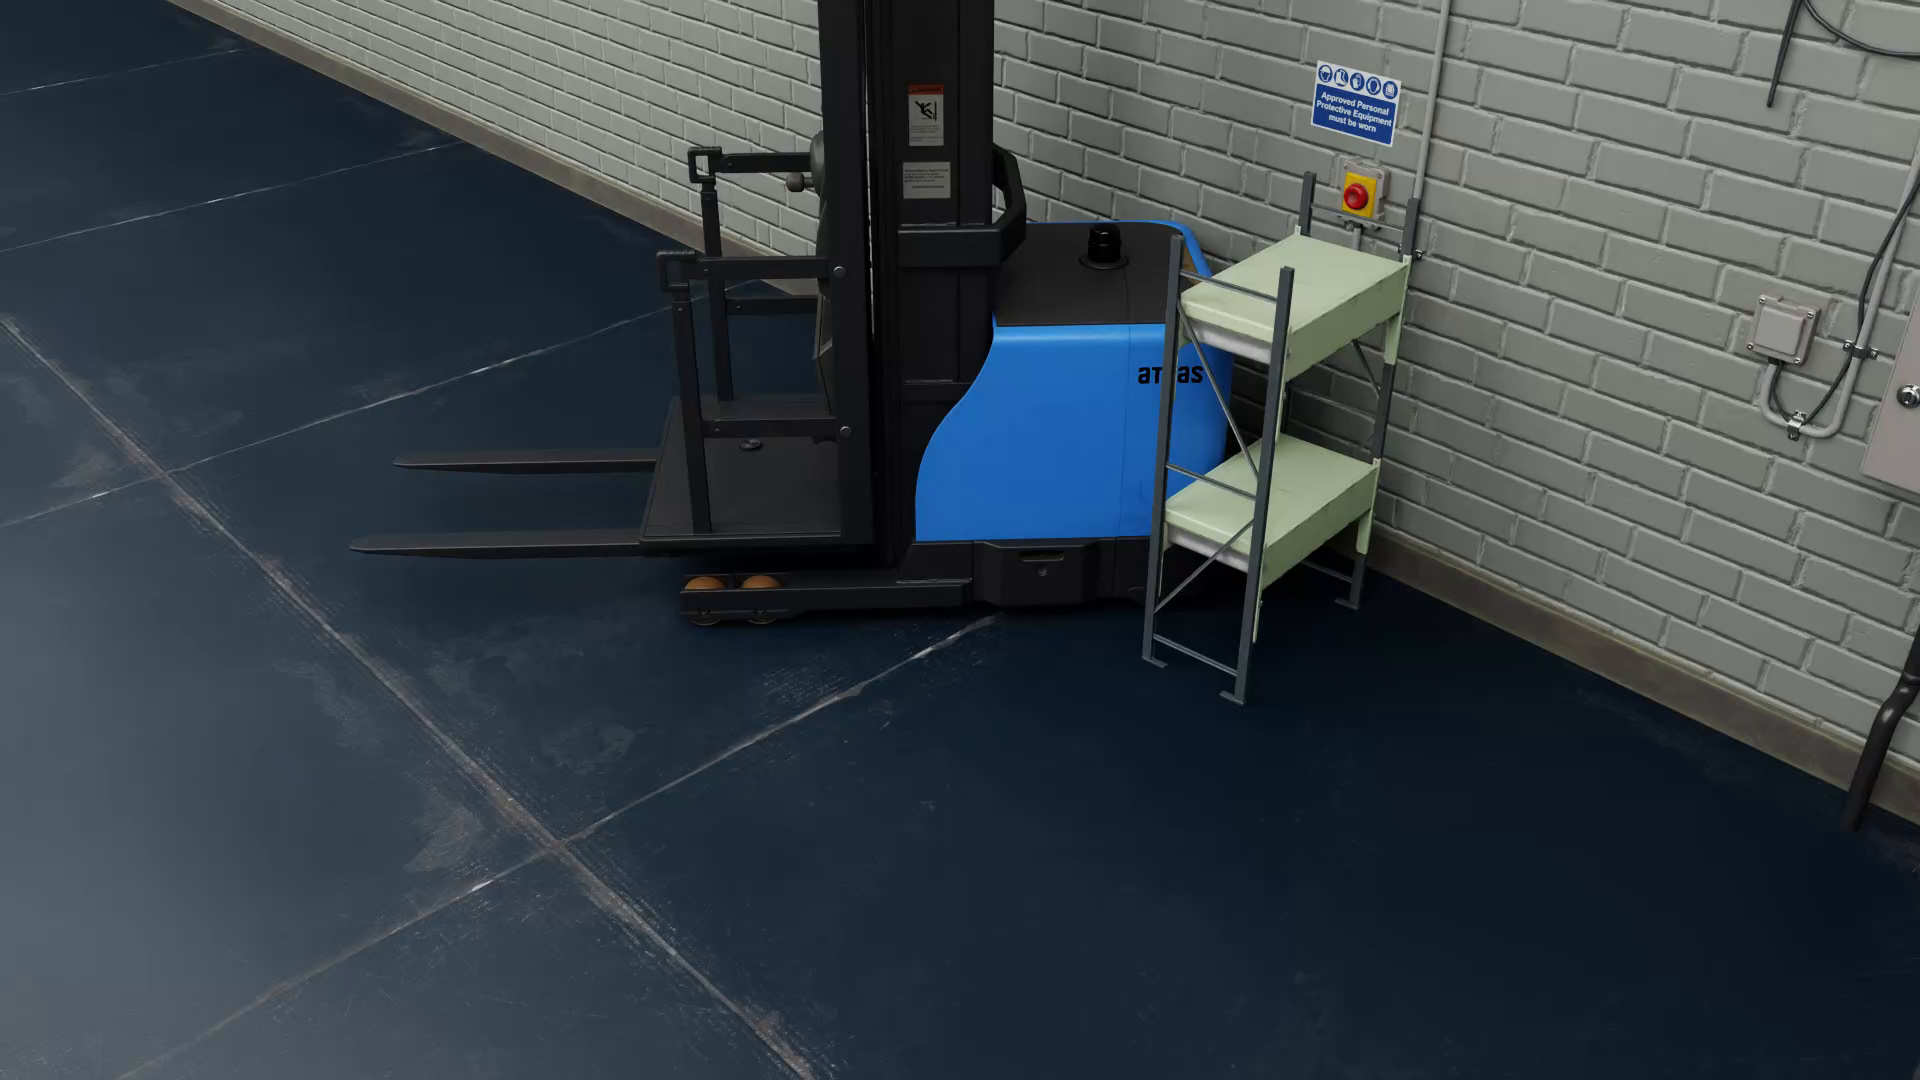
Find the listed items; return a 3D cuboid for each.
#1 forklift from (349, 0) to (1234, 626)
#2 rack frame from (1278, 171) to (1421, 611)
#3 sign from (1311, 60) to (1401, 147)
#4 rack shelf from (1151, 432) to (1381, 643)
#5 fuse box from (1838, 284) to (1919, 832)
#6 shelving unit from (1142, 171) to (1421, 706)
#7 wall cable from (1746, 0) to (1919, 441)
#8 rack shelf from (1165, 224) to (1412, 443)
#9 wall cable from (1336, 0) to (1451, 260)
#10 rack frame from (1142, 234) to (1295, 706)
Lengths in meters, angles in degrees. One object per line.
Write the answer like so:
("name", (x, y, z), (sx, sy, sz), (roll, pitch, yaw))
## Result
("forklift", (-0.624, -1.237, 5.463), (3.031, 2.935, 1.130), (-1, 31, -2))
("rack frame", (1.251, -0.464, 5.571), (0.400, 1.500, 0.023), (24, 39, 34))
("sign", (1.296, -1.433, 5.460), (0.001, 0.218, 0.327), (-26, 40, -35))
("rack shelf", (1.010, -0.042, 5.505), (0.431, 0.370, 0.720), (24, 39, 34))
("fuse box", (2.605, 0.127, 4.402), (0.414, 1.711, 0.539), (-26, 40, -35))
("shelving unit", (1.010, -0.320, 5.335), (0.431, 1.500, 0.755), (24, 39, 34))
("wall cable", (2.256, -1.173, 4.319), (0.122, 1.984, 0.588), (-26, 40, -35))
("rack shelf", (1.010, -0.653, 5.132), (0.431, 0.370, 0.720), (24, 39, 34))
("wall cable", (1.284, -1.725, 5.191), (0.123, 1.953, 0.585), (-26, 40, -35))
("rack frame", (0.770, -0.176, 5.100), (0.400, 1.500, 0.023), (24, 39, 34))
